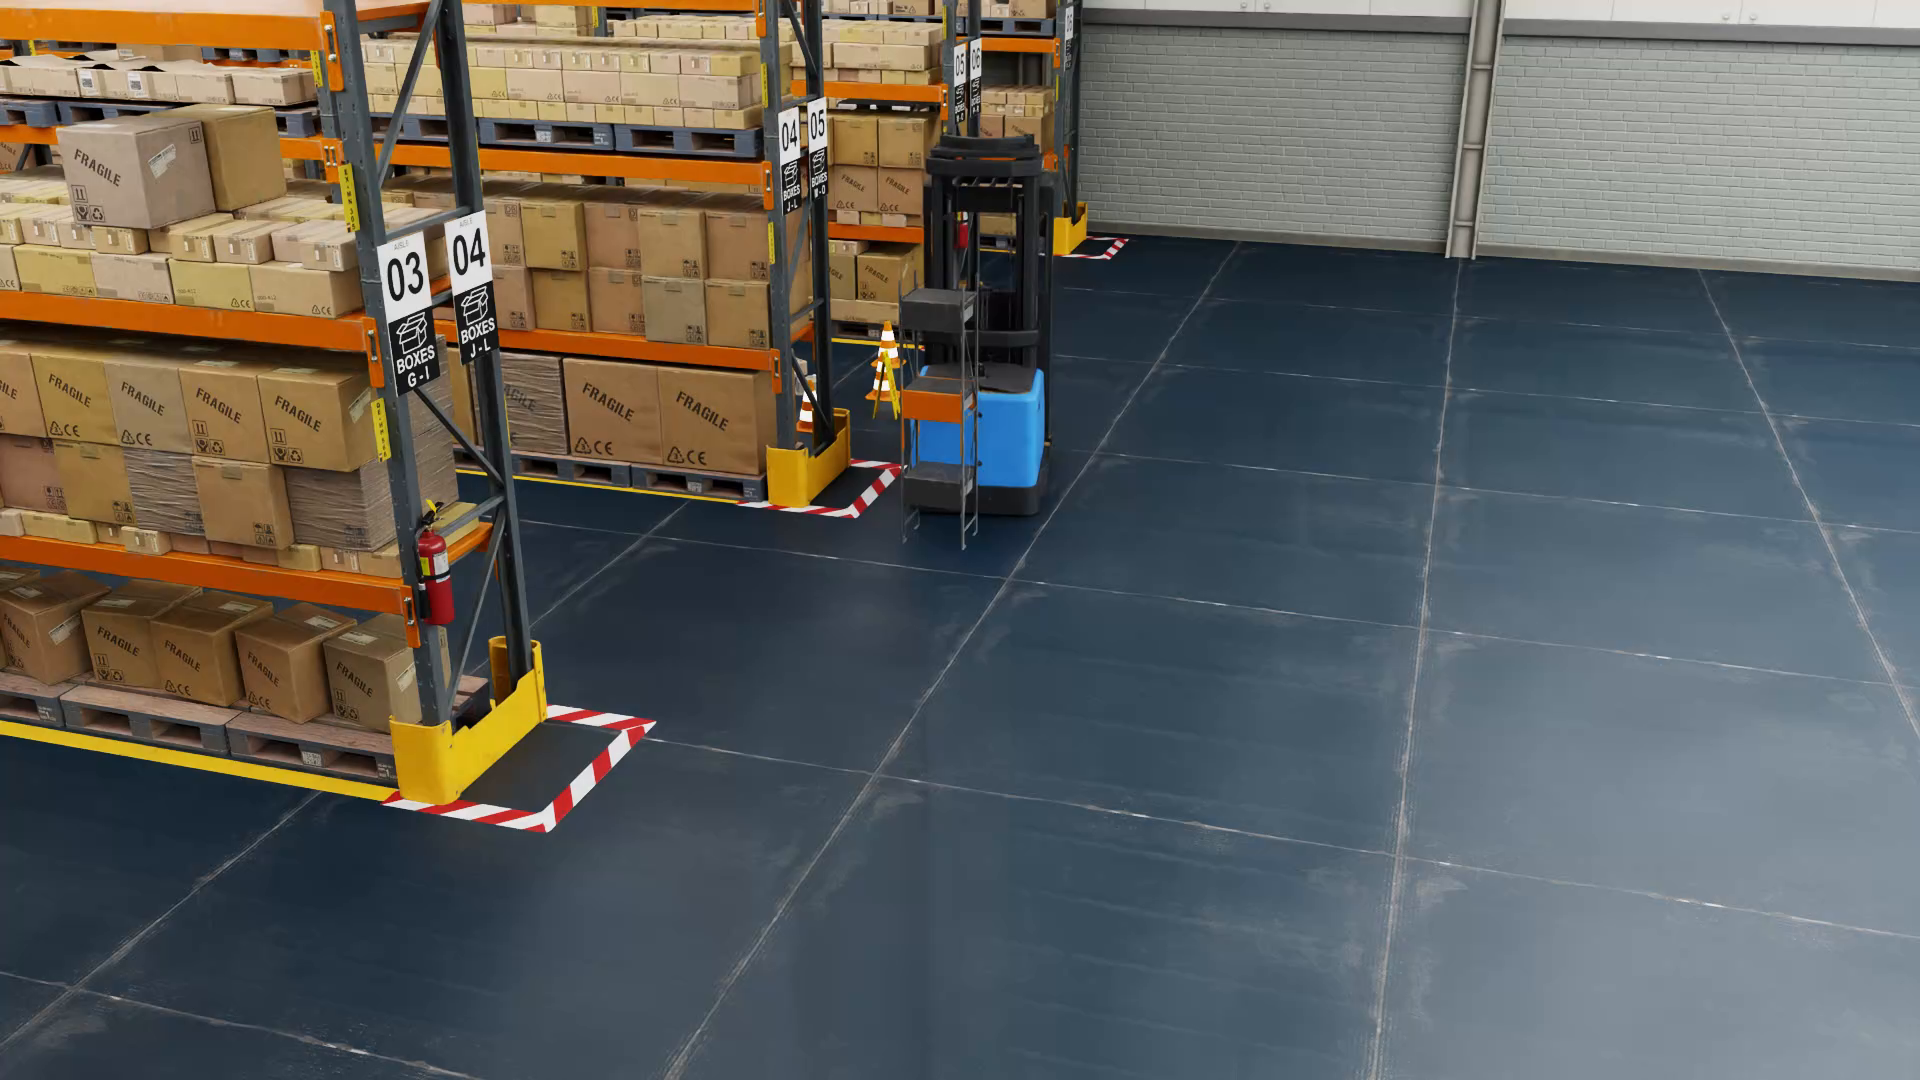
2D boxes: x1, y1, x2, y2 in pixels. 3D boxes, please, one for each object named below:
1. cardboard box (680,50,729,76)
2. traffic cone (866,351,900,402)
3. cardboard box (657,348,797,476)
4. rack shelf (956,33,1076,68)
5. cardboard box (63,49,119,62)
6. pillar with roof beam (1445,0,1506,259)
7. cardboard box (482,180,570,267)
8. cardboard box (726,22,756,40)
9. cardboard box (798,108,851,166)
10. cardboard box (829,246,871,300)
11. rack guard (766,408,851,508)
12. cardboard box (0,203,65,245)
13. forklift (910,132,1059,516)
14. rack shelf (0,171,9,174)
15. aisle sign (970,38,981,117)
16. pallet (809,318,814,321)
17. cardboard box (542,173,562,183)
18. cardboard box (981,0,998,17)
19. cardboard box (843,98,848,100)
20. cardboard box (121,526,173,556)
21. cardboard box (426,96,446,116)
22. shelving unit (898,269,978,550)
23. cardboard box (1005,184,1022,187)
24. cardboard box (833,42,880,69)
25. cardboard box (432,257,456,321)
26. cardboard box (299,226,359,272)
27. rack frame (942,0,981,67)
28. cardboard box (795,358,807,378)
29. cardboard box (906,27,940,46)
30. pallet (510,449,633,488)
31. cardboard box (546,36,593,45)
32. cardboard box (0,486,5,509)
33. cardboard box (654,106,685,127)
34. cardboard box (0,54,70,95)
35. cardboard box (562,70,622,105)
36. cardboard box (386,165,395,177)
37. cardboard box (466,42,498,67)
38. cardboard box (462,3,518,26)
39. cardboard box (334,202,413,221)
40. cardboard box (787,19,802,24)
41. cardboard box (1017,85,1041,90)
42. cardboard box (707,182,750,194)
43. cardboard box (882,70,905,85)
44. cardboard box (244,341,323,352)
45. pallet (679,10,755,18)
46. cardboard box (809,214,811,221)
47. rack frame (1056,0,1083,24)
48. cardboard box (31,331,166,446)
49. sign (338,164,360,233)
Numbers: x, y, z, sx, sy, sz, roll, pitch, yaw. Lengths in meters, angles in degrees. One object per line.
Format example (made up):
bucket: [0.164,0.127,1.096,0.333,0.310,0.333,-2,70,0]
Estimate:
cardboard box: [-1.970,-3.704,12.896,0.250,0.149,0.380,7,23,16]
traffic cone: [-0.757,-1.655,16.601,0.334,0.463,0.336,7,23,16]
cardboard box: [-1.979,-1.143,14.256,0.875,0.875,0.875,7,23,16]
rack shelf: [-0.462,-6.769,22.721,4.000,0.370,1.077,7,23,16]
cardboard box: [-7.882,-4.340,15.283,0.500,0.311,0.500,7,23,16]
pillar with roof beam: [5.547,-6.453,17.048,0.400,9.000,9.100,7,23,16]
cardboard box: [-3.759,-2.709,14.206,0.550,0.550,0.875,7,23,16]
cardboard box: [-2.337,-5.494,17.944,0.250,0.149,0.380,6,23,15]
cardboard box: [-1.530,-4.391,18.086,0.500,0.500,0.700,6,23,15]
cardboard box: [-1.320,-3.009,18.641,0.500,0.500,0.500,7,23,17]
rack guard: [-1.288,-0.722,14.278,0.348,0.500,1.175,7,23,16]
cardboard box: [-5.188,-1.755,9.221,0.250,0.149,0.380,6,23,14]
forklift: [0.267,-2.075,14.372,1.130,2.935,3.031,2,22,6]
rack shelf: [-13.381,-4.893,22.099,4.000,0.370,1.077,7,23,16]
aisle sign: [0.171,-5.000,17.986,0.004,0.787,0.394,7,23,16]
pallet: [-1.982,-2.646,19.347,1.213,0.211,1.003,7,23,16]
cardboard box: [-4.627,-4.199,19.237,0.250,0.149,0.380,6,23,14]
cardboard box: [0.329,-7.069,21.997,0.258,0.266,0.396,7,23,16]
cardboard box: [-1.427,-6.049,22.983,0.250,0.149,0.380,7,23,17]
cardboard box: [-4.639,-0.057,9.692,0.250,0.149,0.380,7,23,16]
cardboard box: [-4.163,-3.586,13.657,0.250,0.149,0.380,6,23,15]
shelving unit: [-0.158,-0.990,12.821,0.503,2.100,0.431,7,23,16]
cardboard box: [0.922,-4.817,22.718,0.500,0.250,0.500,7,23,17]
cardboard box: [-1.023,-5.166,17.669,0.500,0.250,0.500,6,23,15]
cardboard box: [-4.250,-2.301,14.635,0.550,0.550,0.875,7,23,16]
cardboard box: [-3.196,-1.510,8.625,0.250,0.149,0.380,7,23,16]
rack frame: [0.022,-6.467,17.083,0.127,3.000,1.000,7,23,16]
cardboard box: [-1.815,-1.782,17.323,0.380,0.149,0.250,-20,29,-39]
cardboard box: [-0.387,-5.261,17.377,0.250,0.149,0.380,7,23,16]
pallet: [-3.263,-0.785,14.811,1.213,0.211,1.003,7,23,15]
cardboard box: [-3.244,-4.111,13.886,0.250,0.149,0.380,7,23,16]
cardboard box: [-5.788,-0.574,10.097,0.500,0.500,0.875,7,23,16]
cardboard box: [-2.214,-3.363,13.114,0.250,0.149,0.380,7,23,16]
cardboard box: [-8.340,-4.186,14.908,0.500,0.311,0.500,7,23,16]
cardboard box: [-2.819,-3.641,13.266,0.500,0.250,0.500,6,23,15]
cardboard box: [-6.612,-4.415,19.764,0.250,0.149,0.380,7,23,16]
cardboard box: [-3.913,-3.927,13.438,0.250,0.149,0.380,7,23,16]
cardboard box: [-5.382,-5.995,18.870,0.500,0.250,0.500,7,23,16]
cardboard box: [-3.257,-1.771,9.260,0.250,0.149,0.380,7,23,17]
cardboard box: [-1.707,-5.623,18.258,0.250,0.149,0.380,7,23,17]
cardboard box: [0.956,-6.145,22.826,0.250,0.149,0.380,7,23,17]
cardboard box: [-2.502,-4.058,18.591,0.500,0.500,0.500,6,23,15]
cardboard box: [-0.648,-4.916,17.585,0.250,0.149,0.380,7,23,16]
cardboard box: [-3.765,-0.954,9.706,0.500,0.500,0.500,7,23,16]
pallet: [-3.225,-7.325,23.379,1.217,0.209,0.805,6,23,13]
cardboard box: [-1.642,-3.653,18.459,0.250,0.149,0.380,6,23,15]
rack frame: [1.453,-8.271,21.480,0.127,3.000,1.000,7,23,16]
cardboard box: [-4.873,-0.874,9.512,0.500,0.500,0.500,7,23,16]
sign: [-3.020,-1.689,8.220,0.005,0.325,0.100,7,23,16]
